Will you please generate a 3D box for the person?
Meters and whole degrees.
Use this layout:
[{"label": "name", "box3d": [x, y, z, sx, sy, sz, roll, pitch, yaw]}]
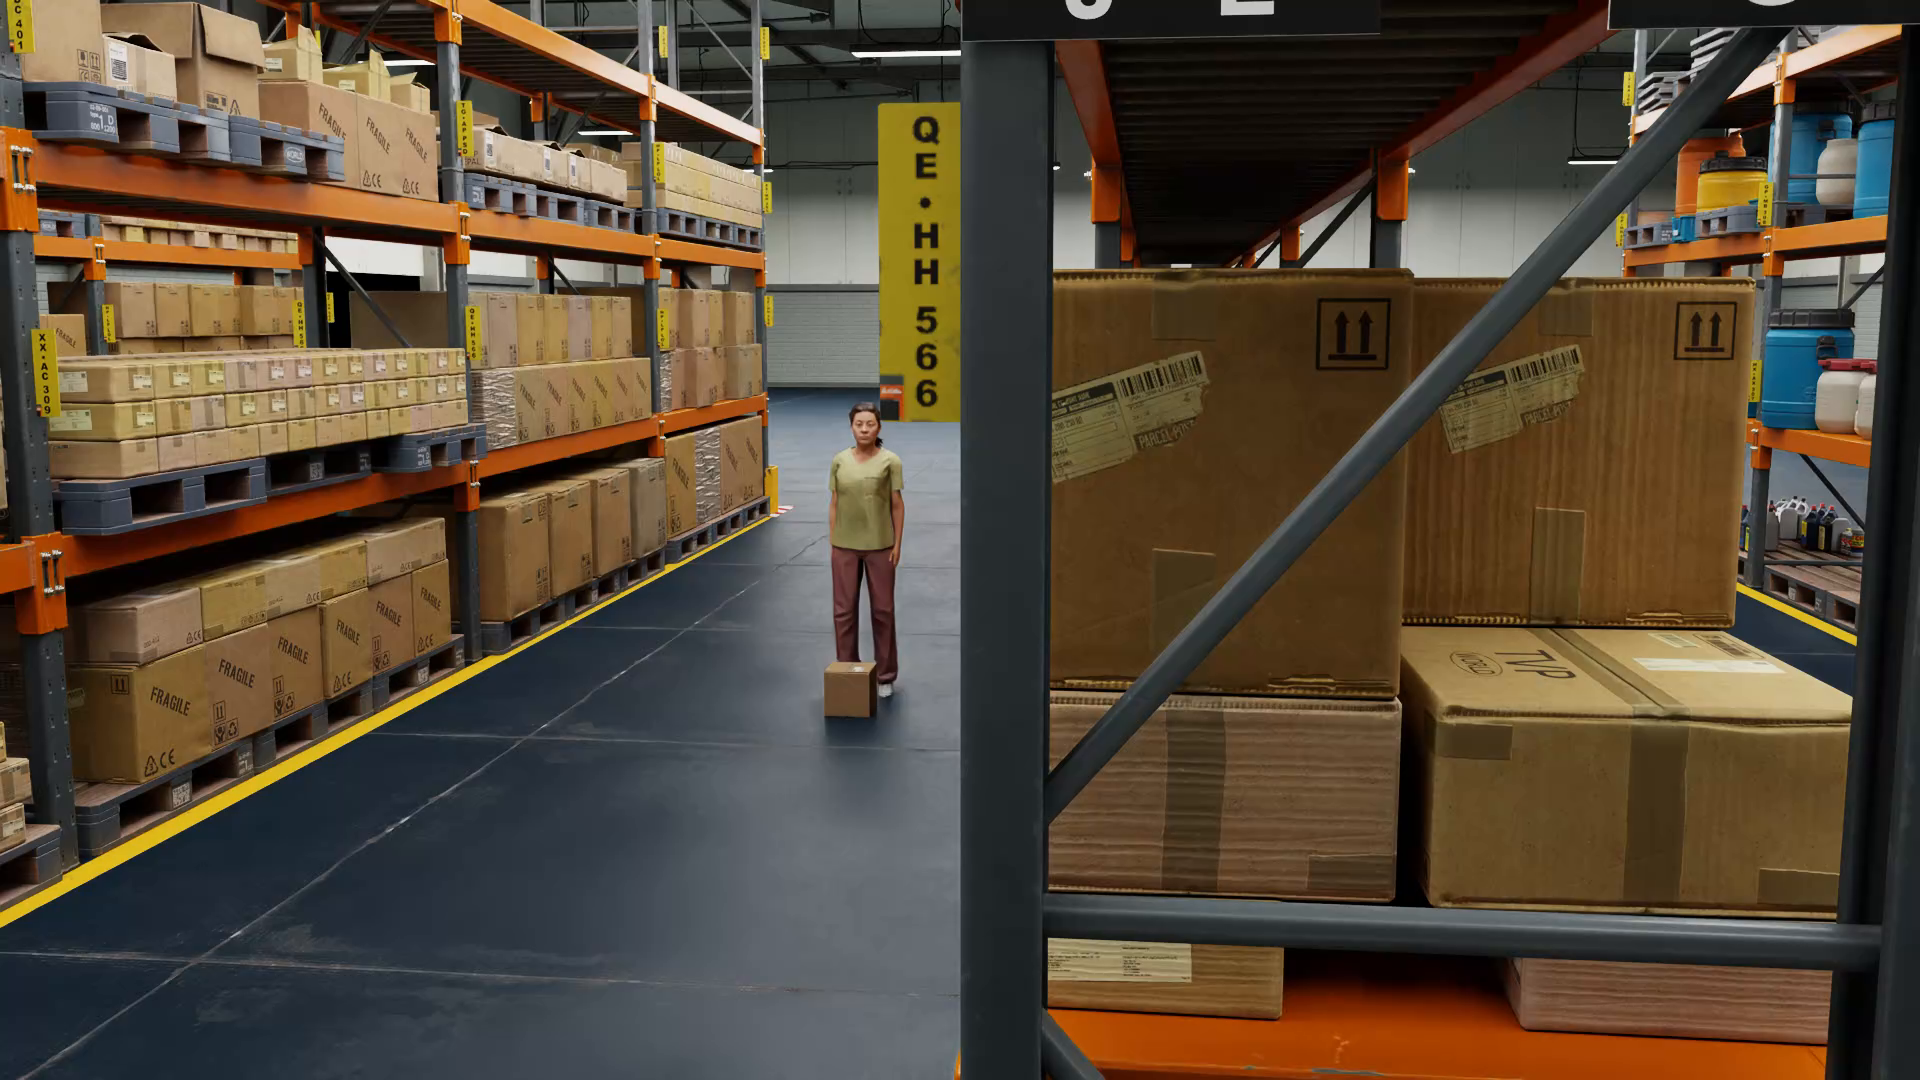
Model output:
[{"label": "person", "box3d": [-0.537, 0.072, 9.457, 0.439, 1.708, 0.375, 1, 8, 7]}]
